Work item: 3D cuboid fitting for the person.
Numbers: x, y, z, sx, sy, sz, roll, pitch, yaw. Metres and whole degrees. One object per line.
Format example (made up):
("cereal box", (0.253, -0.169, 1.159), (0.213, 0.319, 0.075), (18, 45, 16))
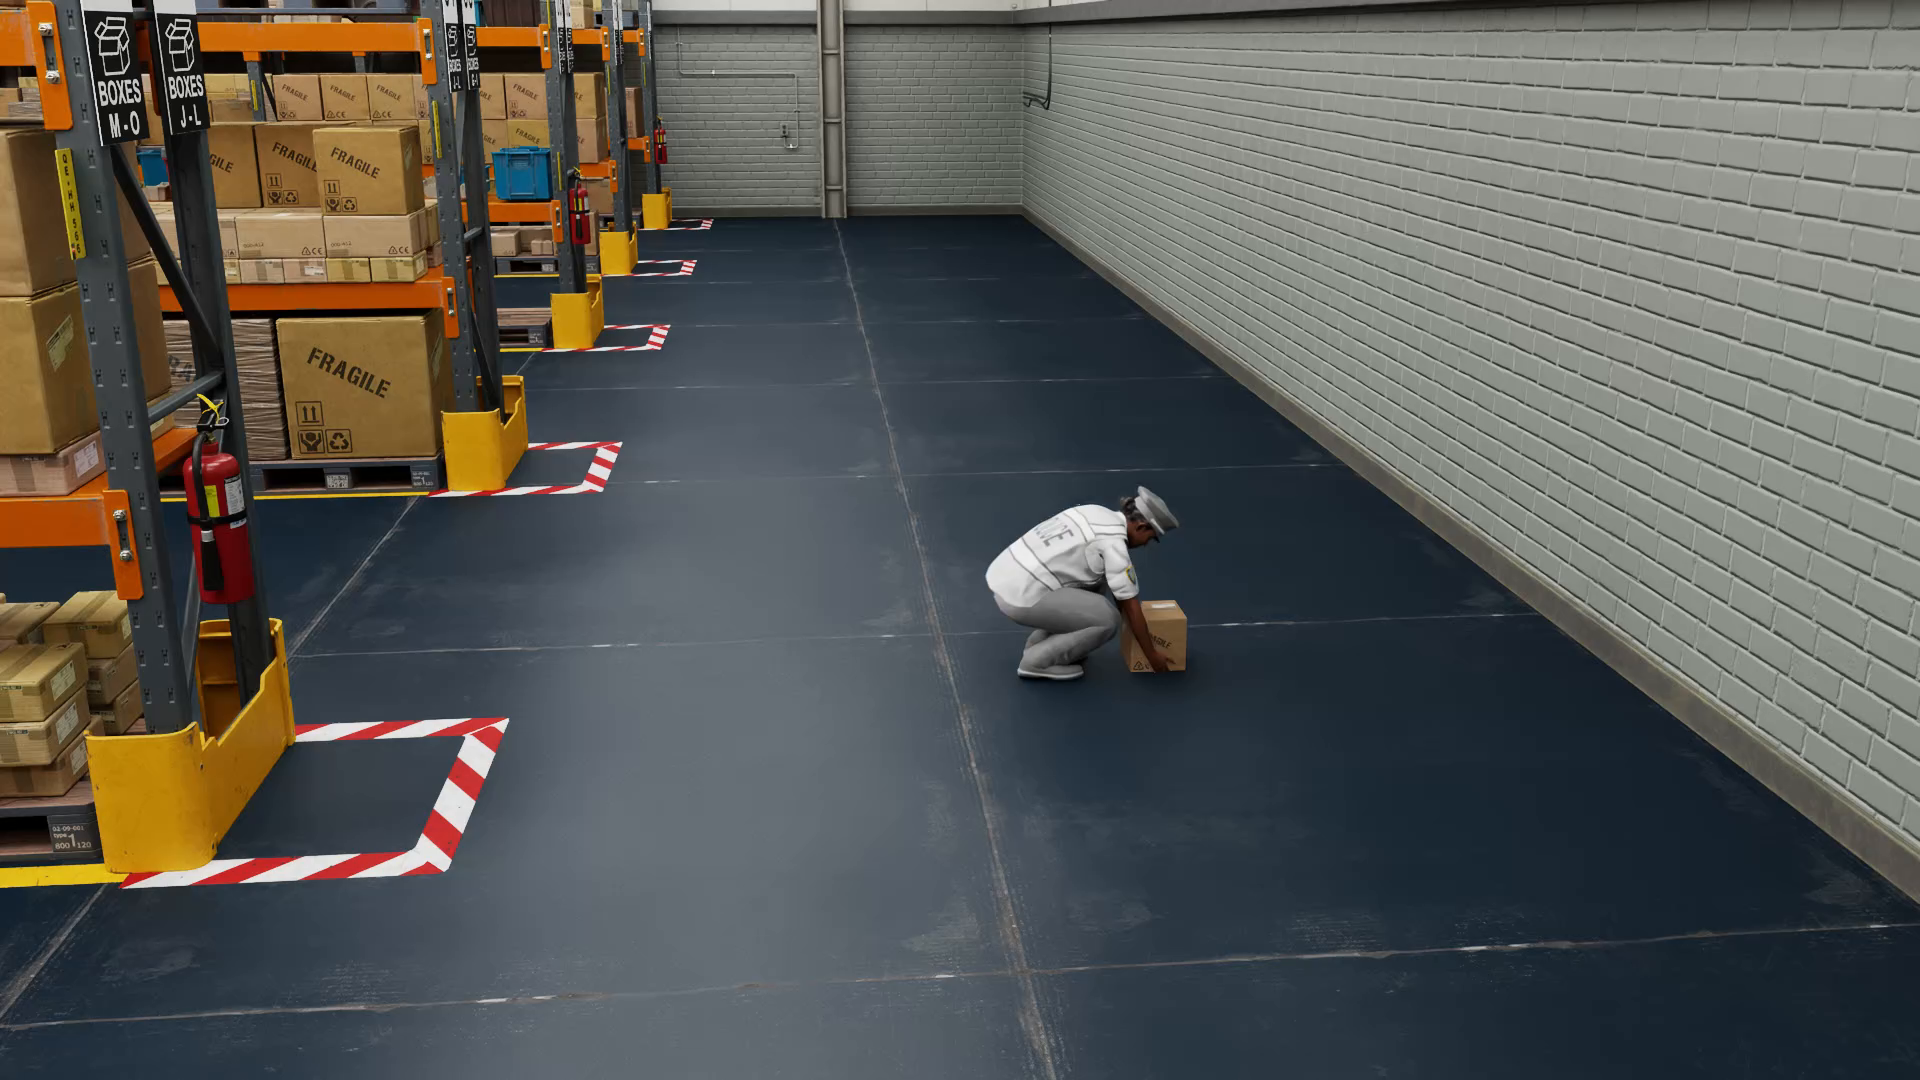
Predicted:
("person", (0.554, 0.200, 7.421), (0.875, 0.847, 0.475), (-2, 17, -6))
